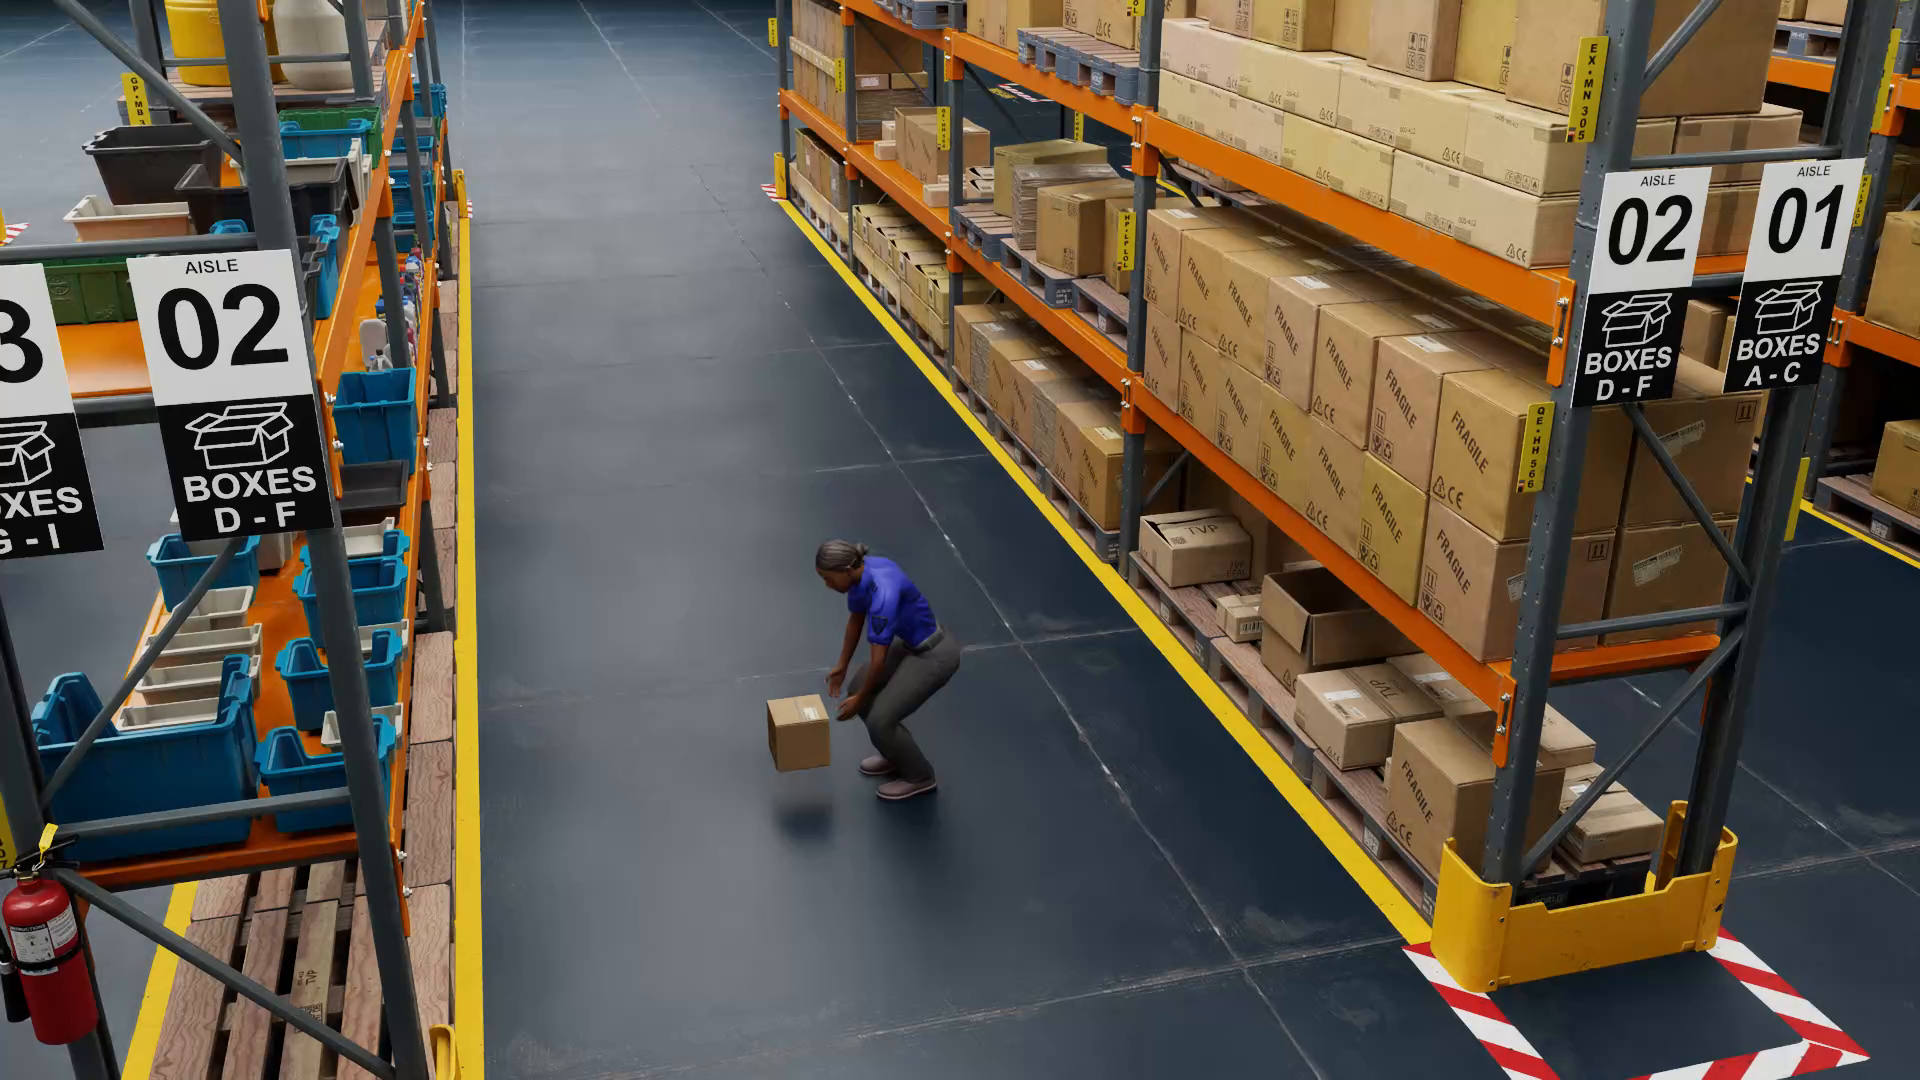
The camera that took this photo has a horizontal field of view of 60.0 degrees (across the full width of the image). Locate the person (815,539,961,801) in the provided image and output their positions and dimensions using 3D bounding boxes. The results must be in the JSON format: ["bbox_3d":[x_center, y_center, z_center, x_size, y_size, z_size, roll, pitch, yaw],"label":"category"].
[{"bbox_3d":[-0.323,0.576,7.708,0.667,1.308,0.497,-6,24,-14],"label":"person"}]
